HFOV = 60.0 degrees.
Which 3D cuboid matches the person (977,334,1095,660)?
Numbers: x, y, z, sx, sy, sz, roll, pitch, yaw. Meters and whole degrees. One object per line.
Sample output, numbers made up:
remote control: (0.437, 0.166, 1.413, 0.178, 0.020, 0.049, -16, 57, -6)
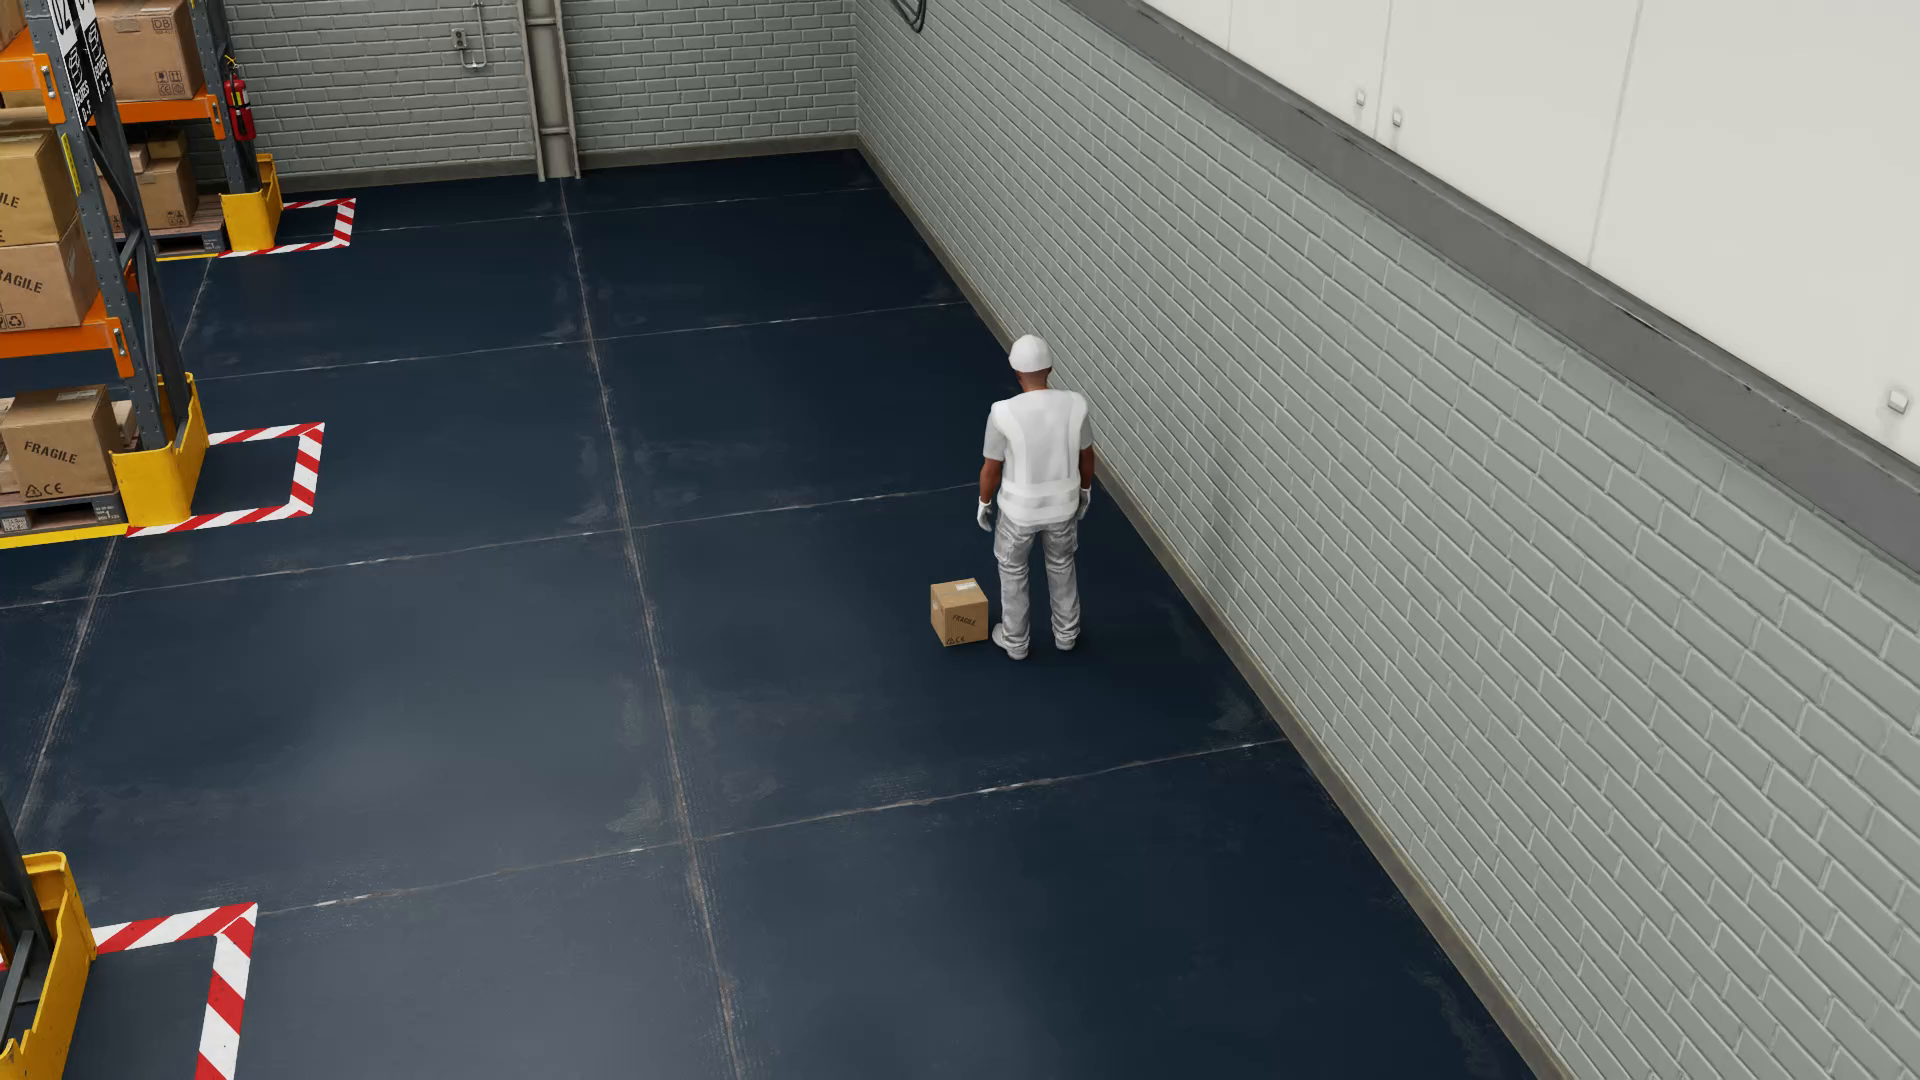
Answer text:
person: (0.391, -0.204, 8.583, 0.616, 1.774, 0.449, -8, 31, -13)
